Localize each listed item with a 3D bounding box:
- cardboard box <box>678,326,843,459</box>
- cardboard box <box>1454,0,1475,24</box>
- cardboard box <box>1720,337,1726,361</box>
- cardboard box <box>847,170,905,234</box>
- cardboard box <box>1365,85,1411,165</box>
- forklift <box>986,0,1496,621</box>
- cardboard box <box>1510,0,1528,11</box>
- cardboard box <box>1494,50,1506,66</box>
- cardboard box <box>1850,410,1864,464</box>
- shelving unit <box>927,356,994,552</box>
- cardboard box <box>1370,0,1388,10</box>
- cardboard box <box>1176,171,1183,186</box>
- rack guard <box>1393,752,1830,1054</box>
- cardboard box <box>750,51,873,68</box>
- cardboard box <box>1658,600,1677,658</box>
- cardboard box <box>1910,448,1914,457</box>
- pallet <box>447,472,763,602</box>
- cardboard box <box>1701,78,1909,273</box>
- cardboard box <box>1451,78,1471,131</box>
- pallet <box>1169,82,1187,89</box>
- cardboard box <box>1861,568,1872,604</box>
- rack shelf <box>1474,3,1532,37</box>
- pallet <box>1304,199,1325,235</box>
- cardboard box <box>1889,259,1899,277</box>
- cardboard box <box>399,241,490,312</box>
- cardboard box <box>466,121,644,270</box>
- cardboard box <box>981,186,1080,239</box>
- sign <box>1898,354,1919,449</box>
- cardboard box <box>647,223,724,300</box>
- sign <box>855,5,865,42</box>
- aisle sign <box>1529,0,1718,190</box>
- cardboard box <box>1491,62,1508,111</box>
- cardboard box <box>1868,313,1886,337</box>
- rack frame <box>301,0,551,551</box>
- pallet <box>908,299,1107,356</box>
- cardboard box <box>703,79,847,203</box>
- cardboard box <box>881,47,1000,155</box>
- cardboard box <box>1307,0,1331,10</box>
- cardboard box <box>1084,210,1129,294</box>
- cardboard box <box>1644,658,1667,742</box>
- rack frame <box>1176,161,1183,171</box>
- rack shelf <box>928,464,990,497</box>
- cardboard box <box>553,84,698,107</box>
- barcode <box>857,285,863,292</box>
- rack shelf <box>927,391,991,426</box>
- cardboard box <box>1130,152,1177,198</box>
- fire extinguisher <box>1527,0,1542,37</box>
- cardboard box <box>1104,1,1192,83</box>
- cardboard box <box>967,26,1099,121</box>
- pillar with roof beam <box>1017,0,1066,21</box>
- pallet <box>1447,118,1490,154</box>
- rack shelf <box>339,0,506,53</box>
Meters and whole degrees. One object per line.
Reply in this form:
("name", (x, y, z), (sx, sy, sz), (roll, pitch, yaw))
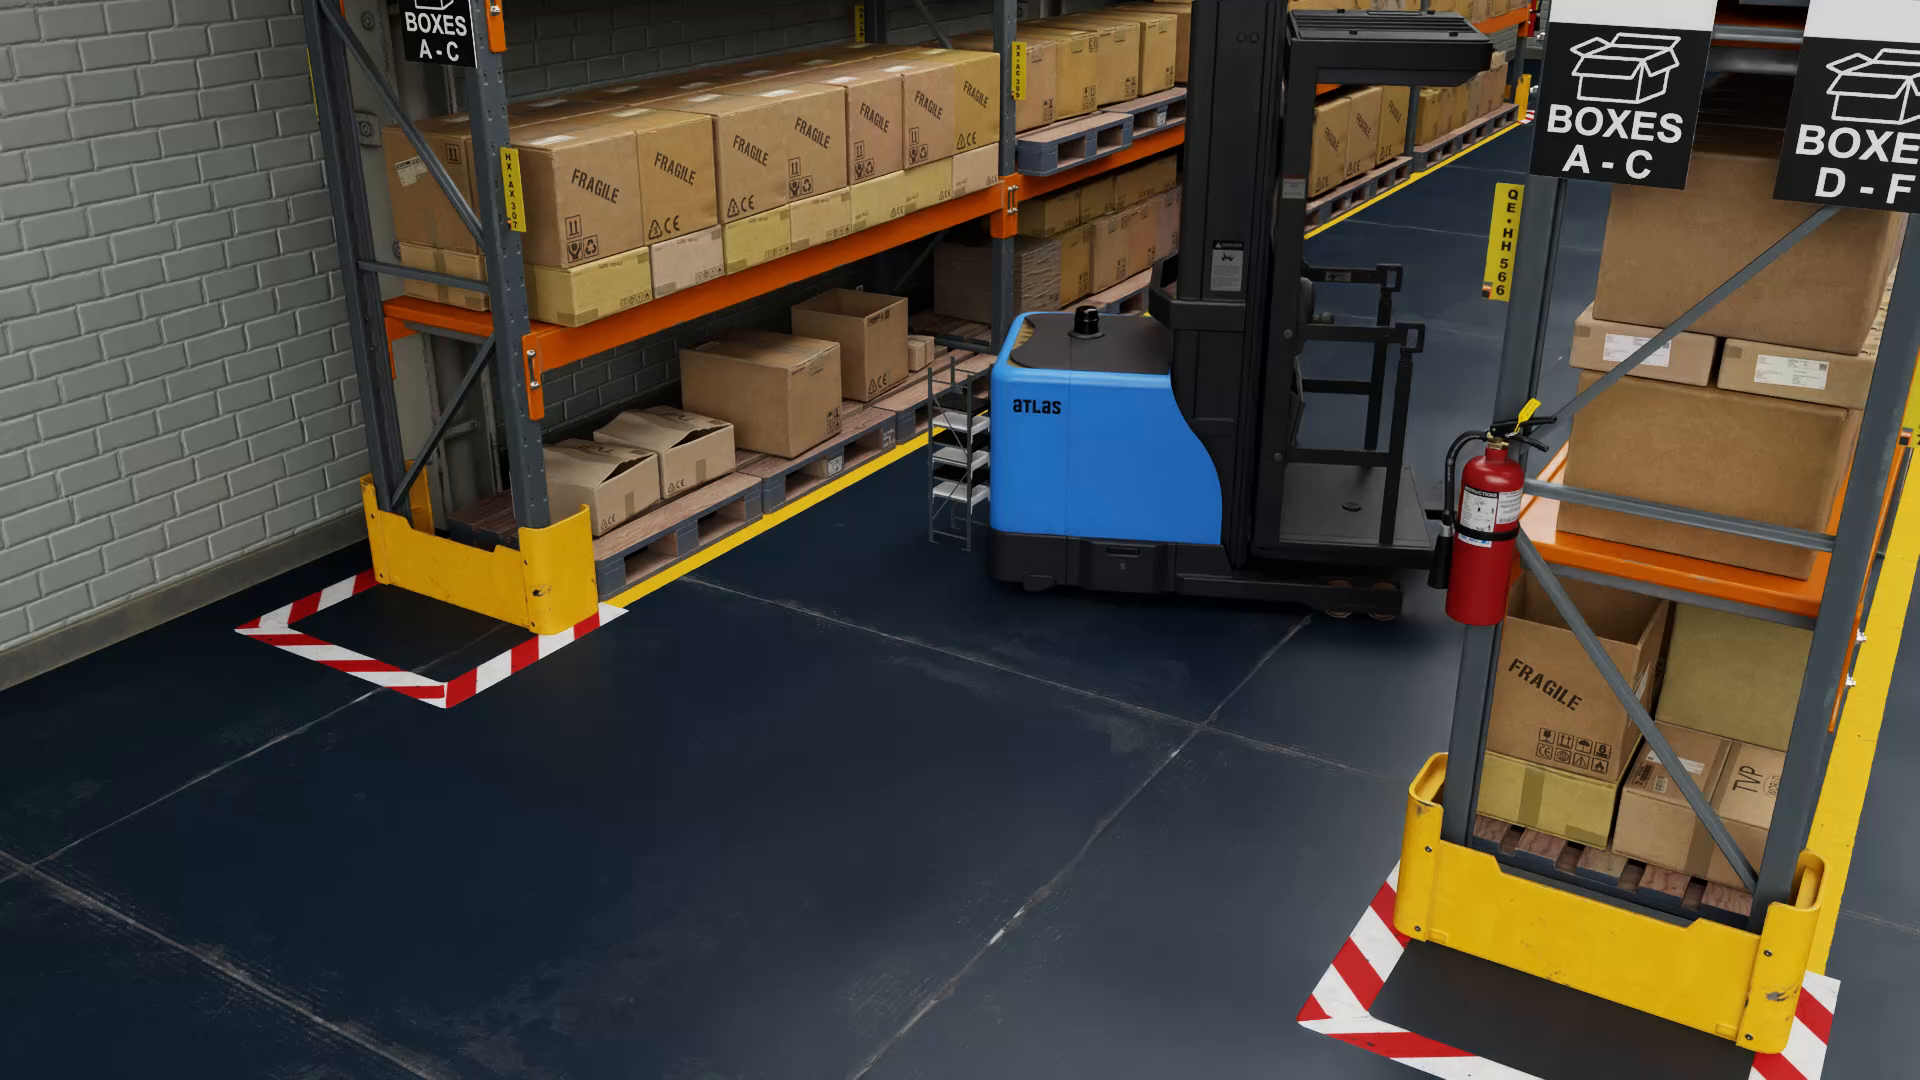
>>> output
("cardboard box", (-1.063, -0.803, 8.922), (0.700, 0.500, 0.500), (12, 26, 26))
("cardboard box", (4.785, -5.717, 17.302), (0.980, 0.700, 0.700), (13, 27, 28))
("cardboard box", (2.152, -0.668, 5.076), (0.380, 0.149, 0.250), (15, 27, 30))
("cardboard box", (-0.639, -1.832, 8.869), (0.500, 0.250, 0.500), (14, 27, 29))
("cardboard box", (3.863, -4.114, 16.154), (0.750, 0.750, 0.750), (14, 27, 30))
("forklift", (1.684, -1.212, 7.361), (3.031, 2.935, 1.130), (3, 24, 8))
("cardboard box", (5.944, -6.468, 19.037), (0.980, 0.700, 0.700), (15, 28, 31))
("cardboard box", (6.008, -5.509, 19.001), (0.380, 0.149, 0.250), (14, 27, 28))
("cardboard box", (2.772, -0.613, 5.763), (0.700, 0.500, 0.500), (14, 27, 29))
("shelving unit", (0.004, -0.416, 8.078), (0.258, 0.900, 0.210), (14, 27, 29))
("cardboard box", (3.533, -4.795, 15.025), (0.500, 0.500, 0.500), (14, 27, 29))
("cardboard box", (1.650, -2.605, 13.084), (0.700, 0.500, 0.500), (14, 27, 30))
("rack guard", (1.963, 1.088, 5.107), (1.175, 0.500, 0.348), (14, 27, 29))
("cardboard box", (-0.826, -2.450, 9.353), (0.500, 0.500, 0.500), (14, 27, 29))
("cardboard box", (2.521, 0.074, 6.292), (0.500, 0.500, 0.500), (14, 27, 29))
("cardboard box", (4.780, -0.605, 8.803), (0.500, 0.250, 0.500), (15, 27, 30))
("pallet", (-1.736, -0.117, 8.254), (1.003, 0.211, 1.213), (14, 27, 29))
("cardboard box", (2.799, -1.230, 5.557), (0.700, 0.500, 0.500), (14, 27, 29))
("cardboard box", (5.117, -4.772, 18.116), (0.700, 0.500, 0.500), (15, 27, 30))
("pallet", (1.700, -3.453, 12.693), (1.213, 0.211, 1.003), (14, 27, 29))
("cardboard box", (3.503, 0.193, 6.961), (0.500, 0.250, 0.500), (14, 27, 29))
("rack shelf", (5.150, -5.499, 18.082), (1.077, 0.370, 4.000), (14, 27, 29))
("pallet", (2.465, -2.775, 14.394), (1.003, 0.211, 1.213), (14, 27, 29))
("cardboard box", (2.909, -0.847, 5.488), (0.380, 0.149, 0.250), (13, 27, 27))
("cardboard box", (-2.153, -1.243, 7.509), (0.500, 0.250, 0.500), (14, 27, 30))
("cardboard box", (-1.728, -1.487, 7.128), (0.500, 0.500, 0.500), (14, 27, 29))
("cardboard box", (0.479, -2.254, 11.330), (0.500, 0.250, 0.500), (13, 27, 28))
("sign", (2.444, -0.382, 4.168), (0.100, 0.325, 0.005), (14, 27, 29))
("cardboard box", (-1.446, -1.321, 7.689), (0.500, 0.250, 0.500), (13, 27, 27))
("sign", (-0.598, -3.100, 10.179), (0.100, 0.325, 0.005), (14, 27, 29))
("aisle sign", (1.691, -1.300, 4.204), (0.394, 0.787, 0.004), (14, 27, 29))
("cardboard box", (5.921, -5.293, 19.318), (0.700, 0.500, 0.500), (14, 27, 29))
("cardboard box", (2.502, -0.588, 4.890), (0.380, 0.149, 0.250), (13, 27, 28))
("rack frame", (-2.235, -1.104, 7.024), (1.000, 3.000, 0.127), (14, 27, 29))
("pallet", (0.284, -1.437, 11.305), (1.003, 0.211, 1.213), (14, 27, 29))
("cardboard box", (-0.919, -2.001, 8.317), (0.500, 0.500, 0.500), (15, 27, 31))
("cardboard box", (-0.112, -2.514, 9.502), (0.500, 0.500, 0.500), (14, 27, 29))
("cardboard box", (2.743, -4.281, 13.837), (0.500, 0.500, 0.500), (15, 28, 31))
("cardboard box", (0.783, -2.109, 11.940), (0.700, 0.500, 0.500), (14, 27, 30))
("cardboard box", (2.261, 0.588, 6.049), (0.500, 0.250, 0.500), (14, 27, 29))
("rack frame", (1.985, -3.804, 13.262), (1.000, 3.000, 0.127), (14, 27, 29))
("rack shelf", (0.004, -0.303, 8.127), (0.258, 0.077, 0.200), (14, 27, 29))
("cardboard box", (-1.624, -1.935, 8.165), (0.500, 0.500, 0.500), (13, 27, 28))
("barcode", (-0.614, -1.524, 10.184), (0.001, 0.075, 0.075), (14, 27, 29))
("rack shelf", (0.004, -0.633, 7.984), (0.258, 0.077, 0.200), (14, 27, 29))
("cardboard box", (1.296, -2.770, 12.521), (0.500, 0.250, 0.500), (14, 27, 30))
("fire extinguisher", (6.677, -6.252, 19.482), (0.296, 0.674, 0.183), (14, 27, 29))
("cardboard box", (1.474, -3.697, 12.334), (0.700, 0.500, 0.500), (11, 26, 24))
("cardboard box", (0.473, -3.054, 10.848), (0.700, 0.500, 0.500), (17, 29, 34))
("pillar with roof beam", (4.222, -5.398, 9.391), (9.100, 9.000, 0.400), (14, 27, 29))
("pallet", (5.205, -4.528, 18.444), (1.003, 0.211, 1.213), (14, 27, 29))
("rack shelf", (-1.180, -2.825, 8.131), (1.077, 0.370, 4.000), (14, 27, 29))
